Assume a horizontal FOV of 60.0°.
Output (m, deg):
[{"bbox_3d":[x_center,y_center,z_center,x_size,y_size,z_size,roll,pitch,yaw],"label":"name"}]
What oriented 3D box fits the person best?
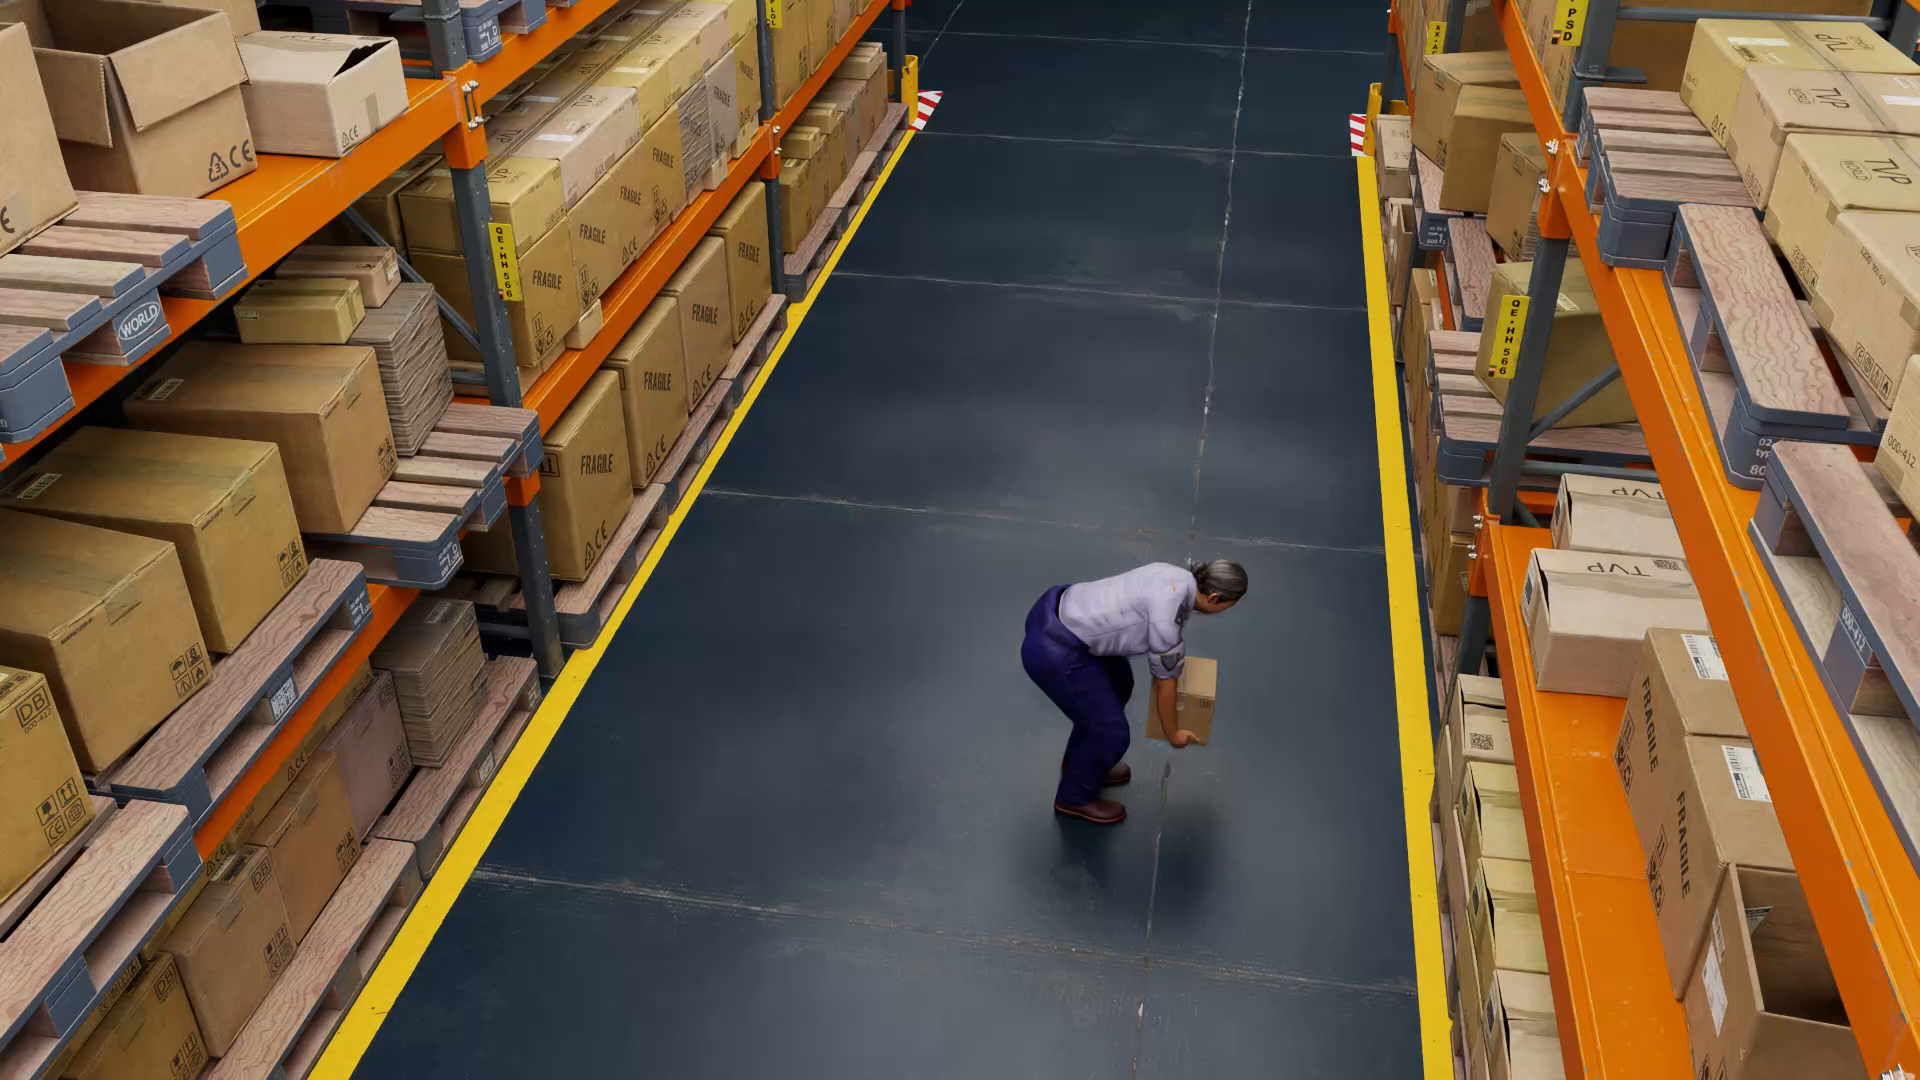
[{"bbox_3d":[0.675,0.574,6.677,0.858,1.196,0.465,4,33,6],"label":"person"}]
